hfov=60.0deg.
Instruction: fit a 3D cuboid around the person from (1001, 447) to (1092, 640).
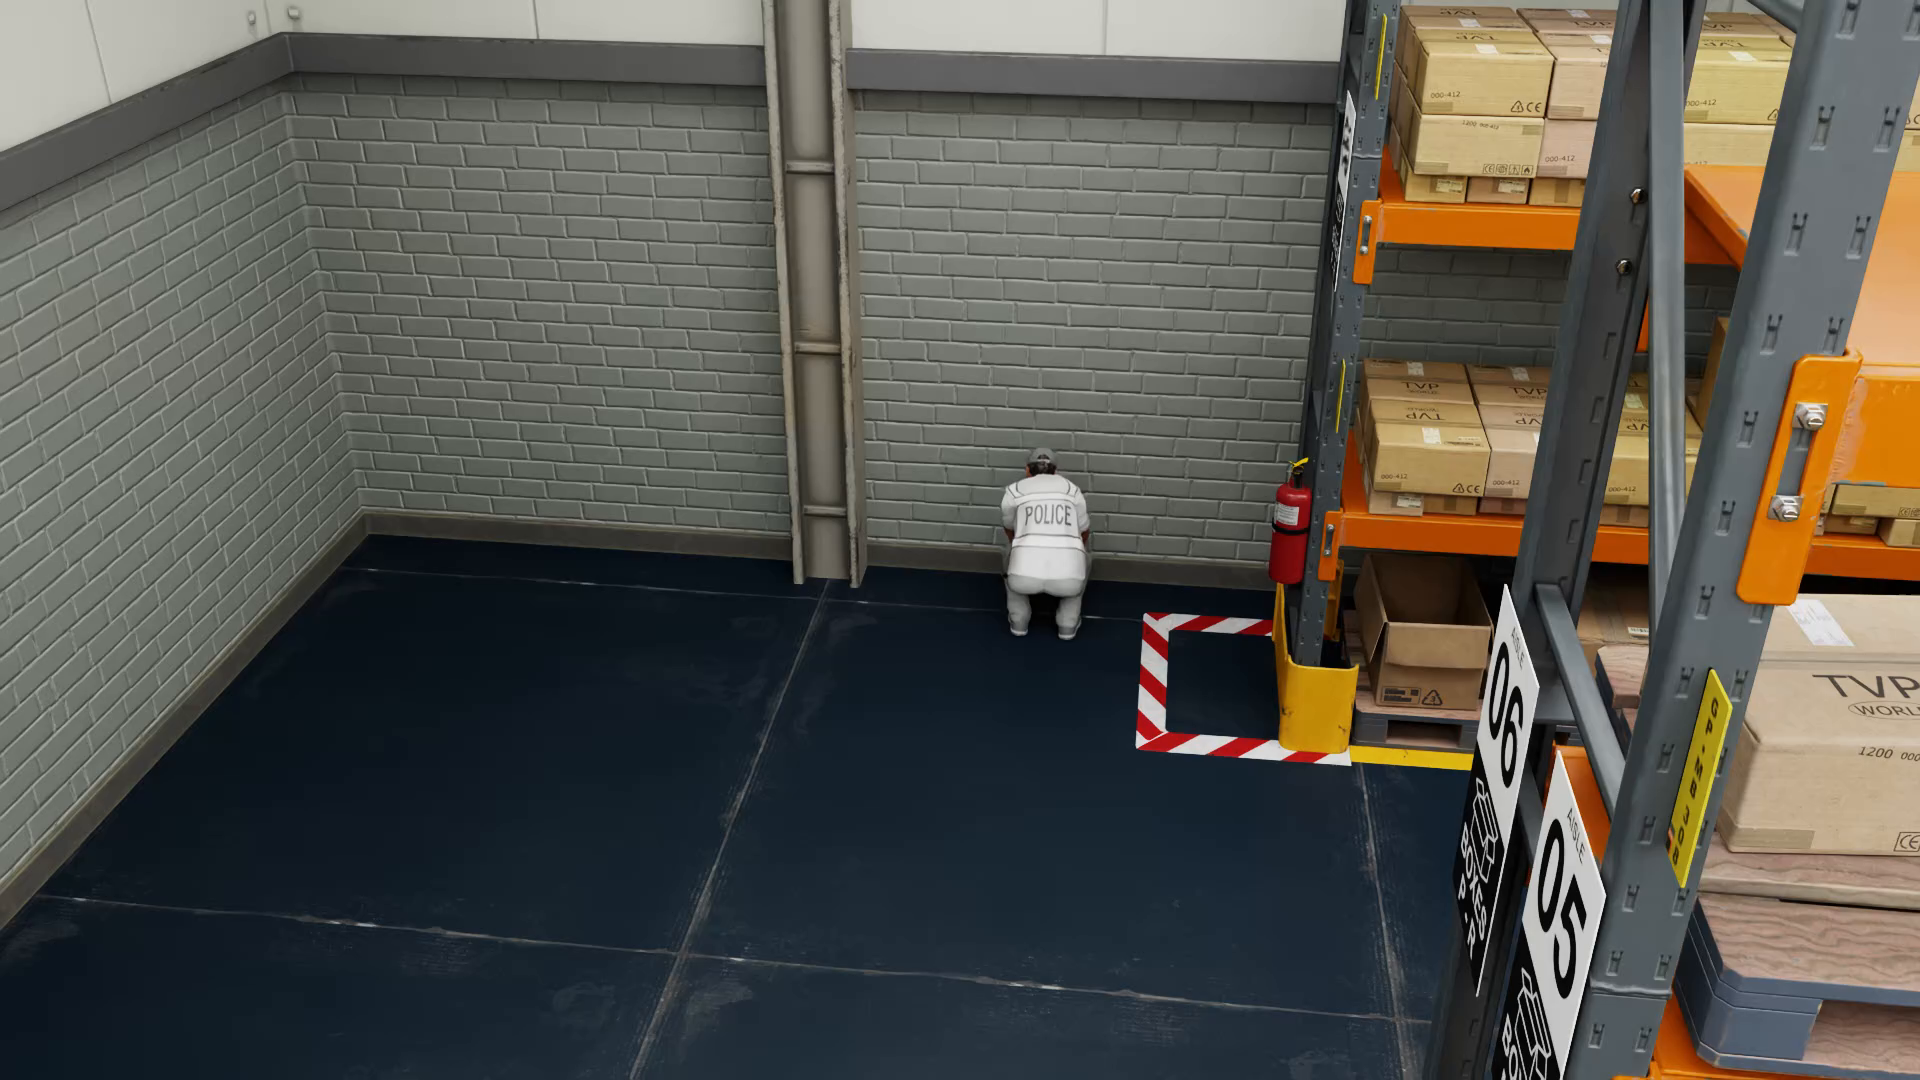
[{"bbox_3d":[0.480,0.034,9.334,0.525,0.935,0.857,3,29,6],"label":"person"}]
